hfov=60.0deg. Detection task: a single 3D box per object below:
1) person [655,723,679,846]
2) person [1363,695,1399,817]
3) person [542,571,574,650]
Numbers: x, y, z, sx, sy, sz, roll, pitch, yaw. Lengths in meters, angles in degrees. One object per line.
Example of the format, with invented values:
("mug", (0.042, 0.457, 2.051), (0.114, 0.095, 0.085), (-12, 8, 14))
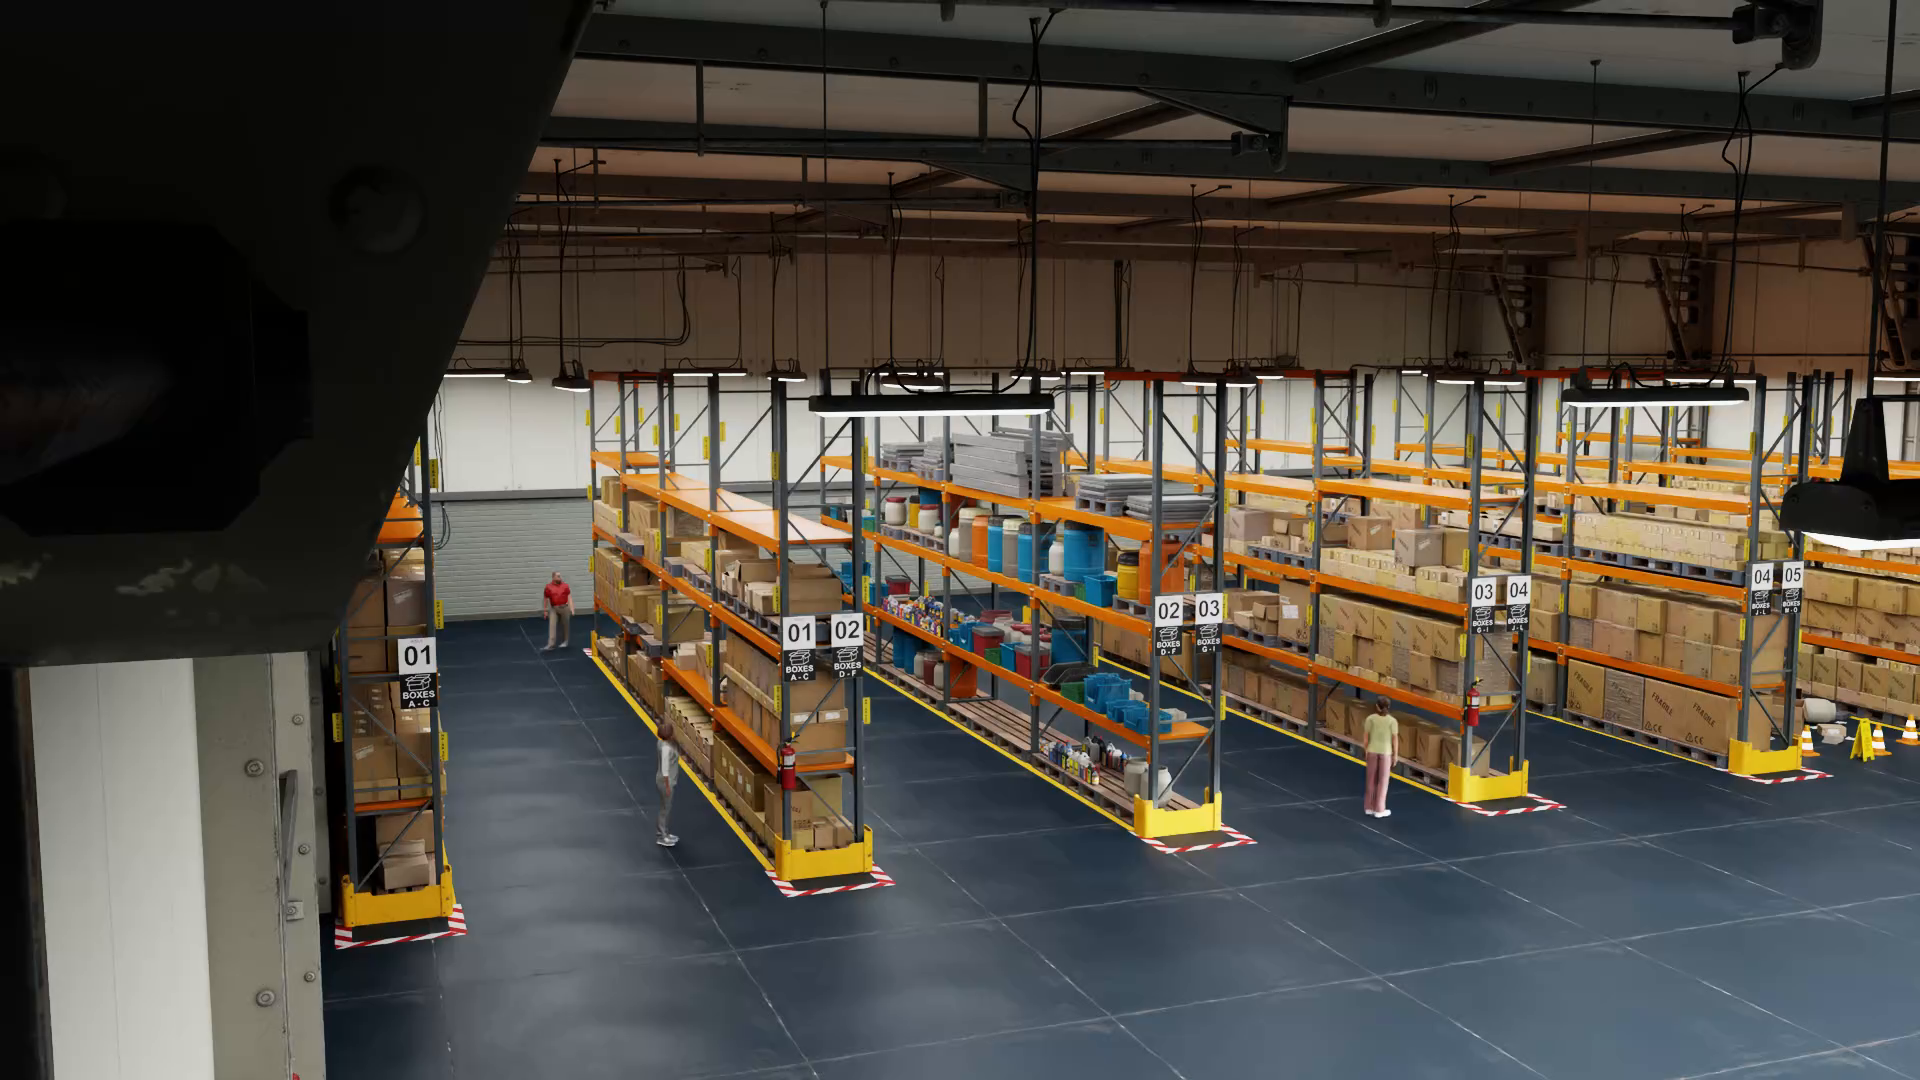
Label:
("person", (-3.783, 3.144, 21.486), (0.329, 1.607, 0.513), (-1, 6, -8))
("person", (5.771, 2.957, 22.800), (0.463, 1.688, 0.363), (3, 7, 21))
("person", (-8.584, 1.553, 35.530), (0.659, 1.594, 0.976), (-1, 6, -8))
